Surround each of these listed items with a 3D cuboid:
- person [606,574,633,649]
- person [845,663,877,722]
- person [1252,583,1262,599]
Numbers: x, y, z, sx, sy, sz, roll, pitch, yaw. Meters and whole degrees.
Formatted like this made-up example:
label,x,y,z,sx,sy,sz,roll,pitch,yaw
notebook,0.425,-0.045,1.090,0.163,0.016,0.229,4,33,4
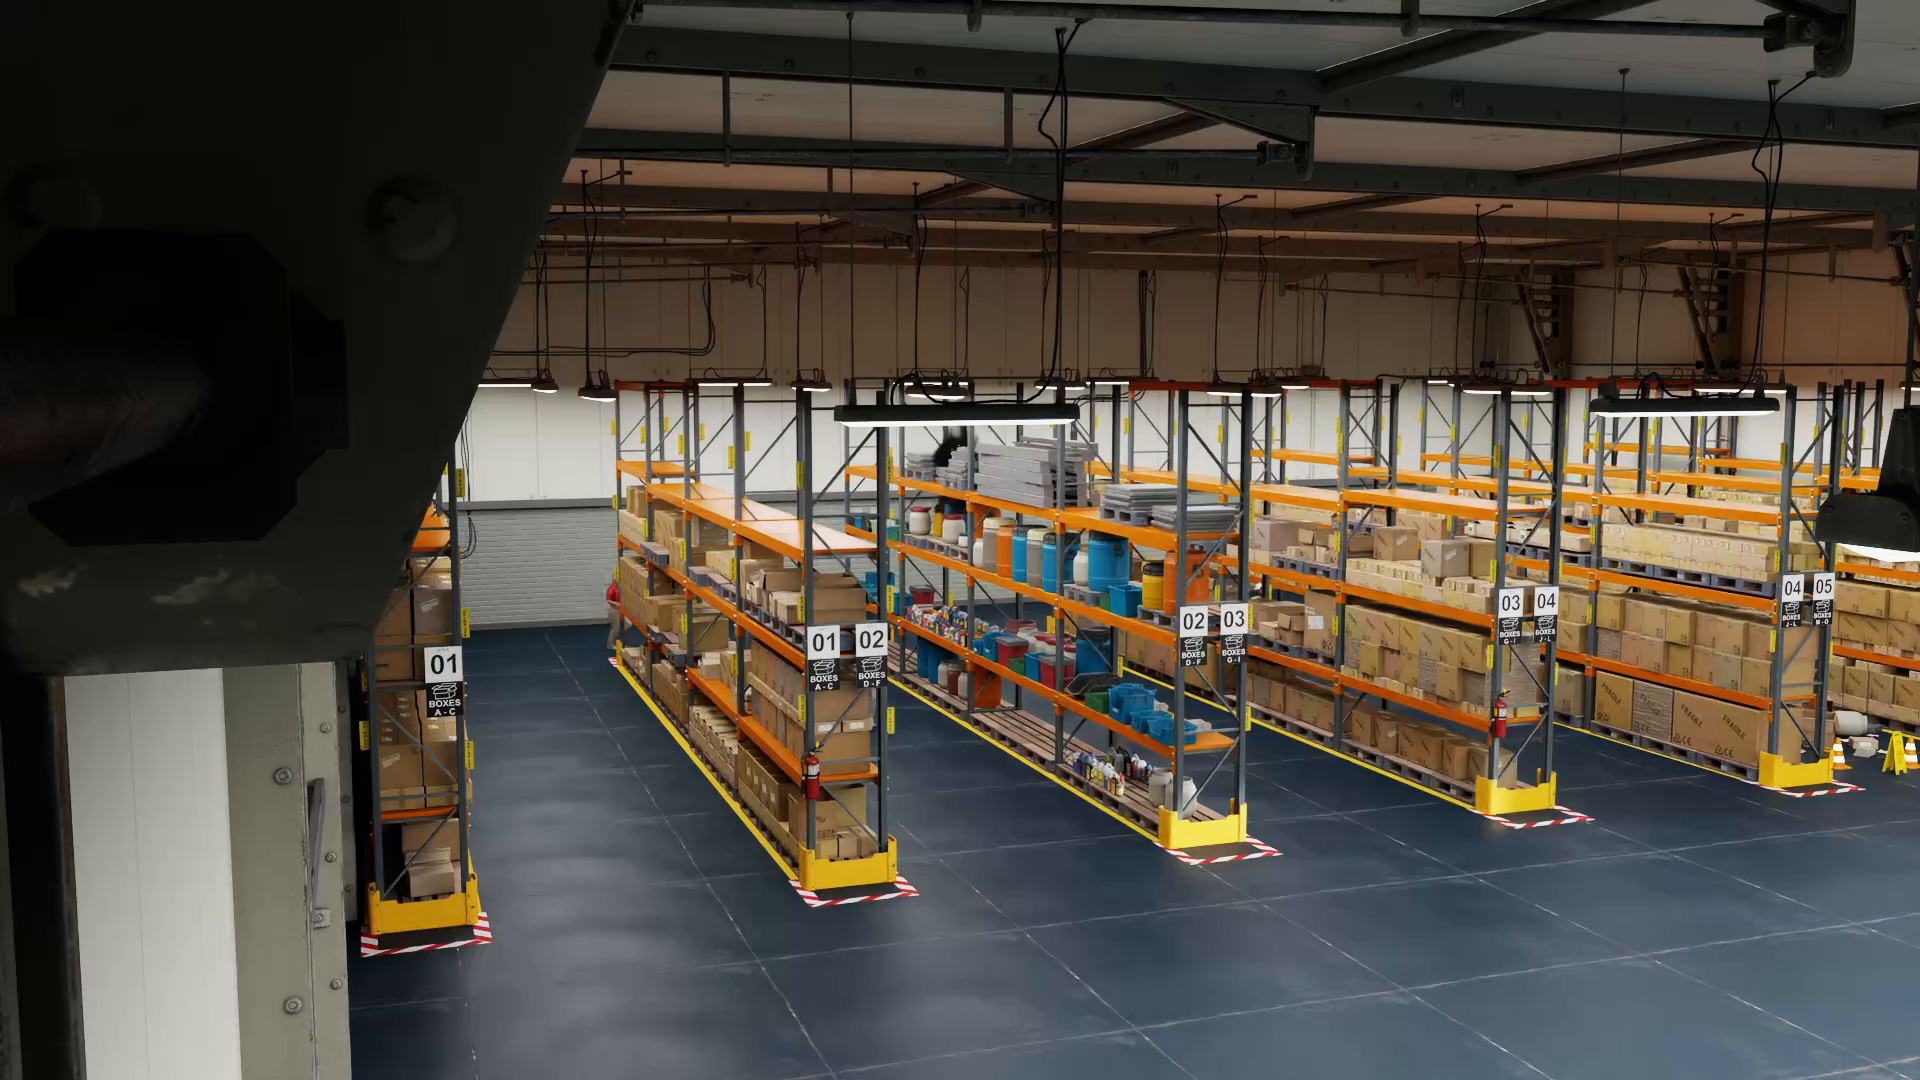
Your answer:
label,x,y,z,sx,sy,sz,roll,pitch,yaw
person,-7.548,1.597,36.836,0.639,1.693,0.638,2,6,19
person,-1.678,2.360,29.166,0.701,1.669,0.675,-3,7,-25
person,6.349,1.766,35.064,0.669,1.733,0.760,-3,7,-27
